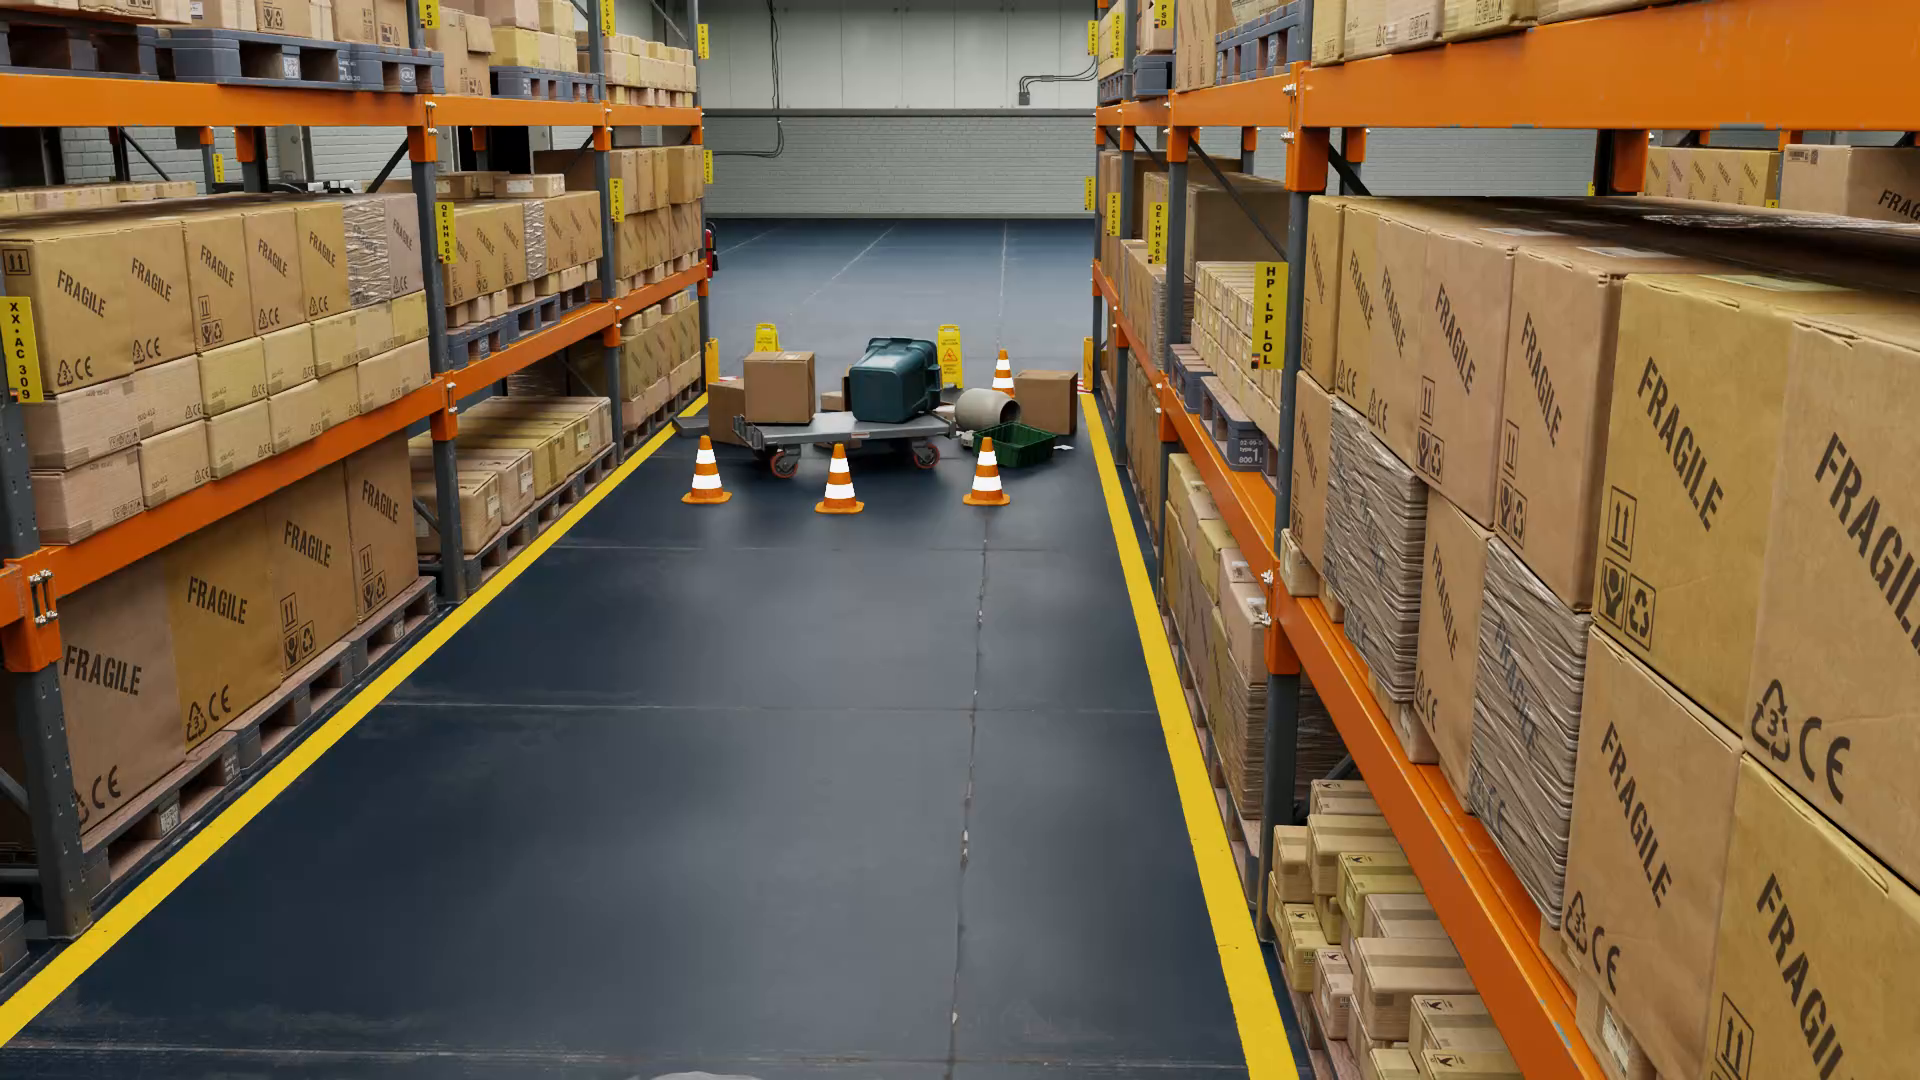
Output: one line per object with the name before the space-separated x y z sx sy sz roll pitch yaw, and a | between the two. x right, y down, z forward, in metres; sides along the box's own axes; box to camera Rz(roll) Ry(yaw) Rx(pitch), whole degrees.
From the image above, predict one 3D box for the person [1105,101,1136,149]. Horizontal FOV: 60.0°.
person | -1.125 -0.916 6.258 5.685 2.349 21.759 0 14 0
